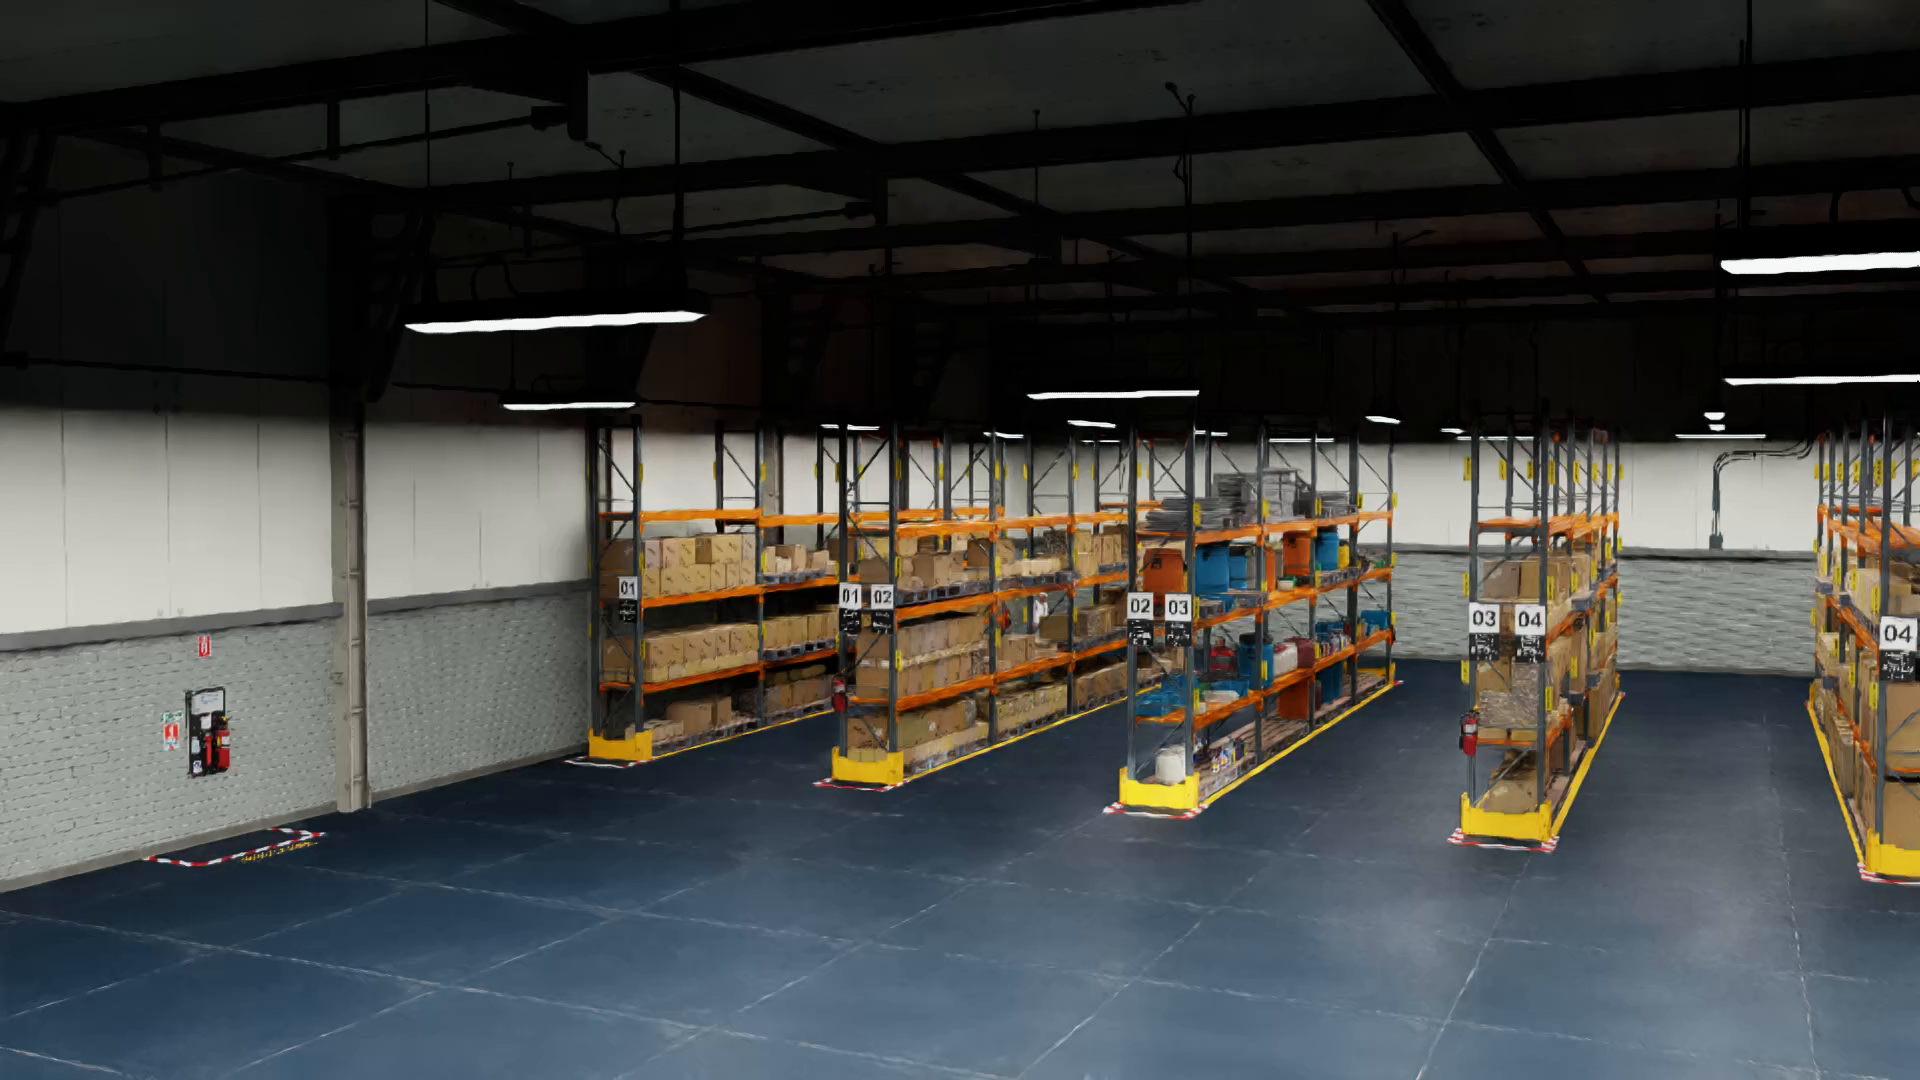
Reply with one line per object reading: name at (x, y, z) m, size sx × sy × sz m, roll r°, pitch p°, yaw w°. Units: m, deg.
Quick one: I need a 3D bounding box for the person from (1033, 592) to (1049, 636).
person at (2.125, 2.244, 45.393) m, size 0.695 × 1.763 × 0.470 m, roll -2°, pitch 3°, yaw -33°

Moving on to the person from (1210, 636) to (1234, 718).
person at (5.310, 2.769, 33.870) m, size 0.542 × 1.645 × 1.126 m, roll 1°, pitch 3°, yaw 27°
